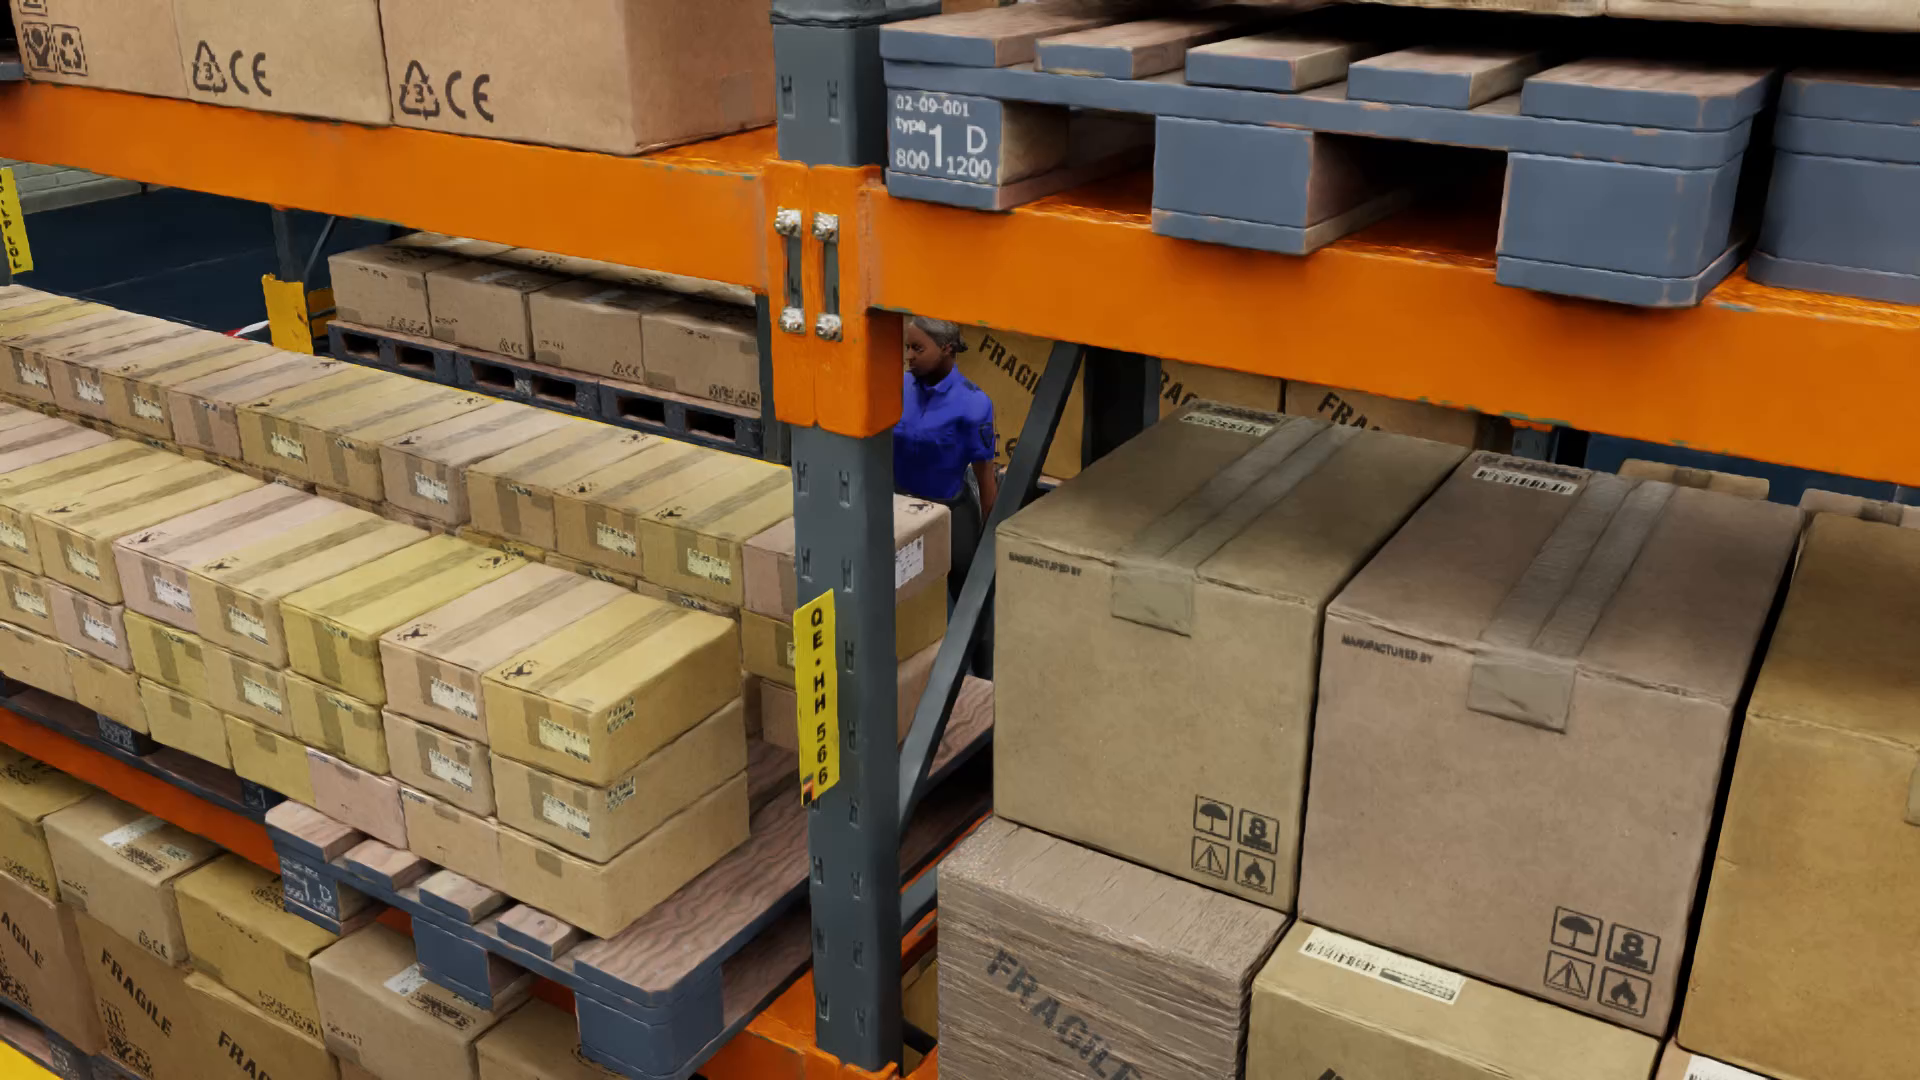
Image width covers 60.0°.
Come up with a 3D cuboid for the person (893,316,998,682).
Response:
[{"bbox_3d":[-0.125,-0.059,6.198,0.639,1.649,0.562,15,27,31],"label":"person"}]
